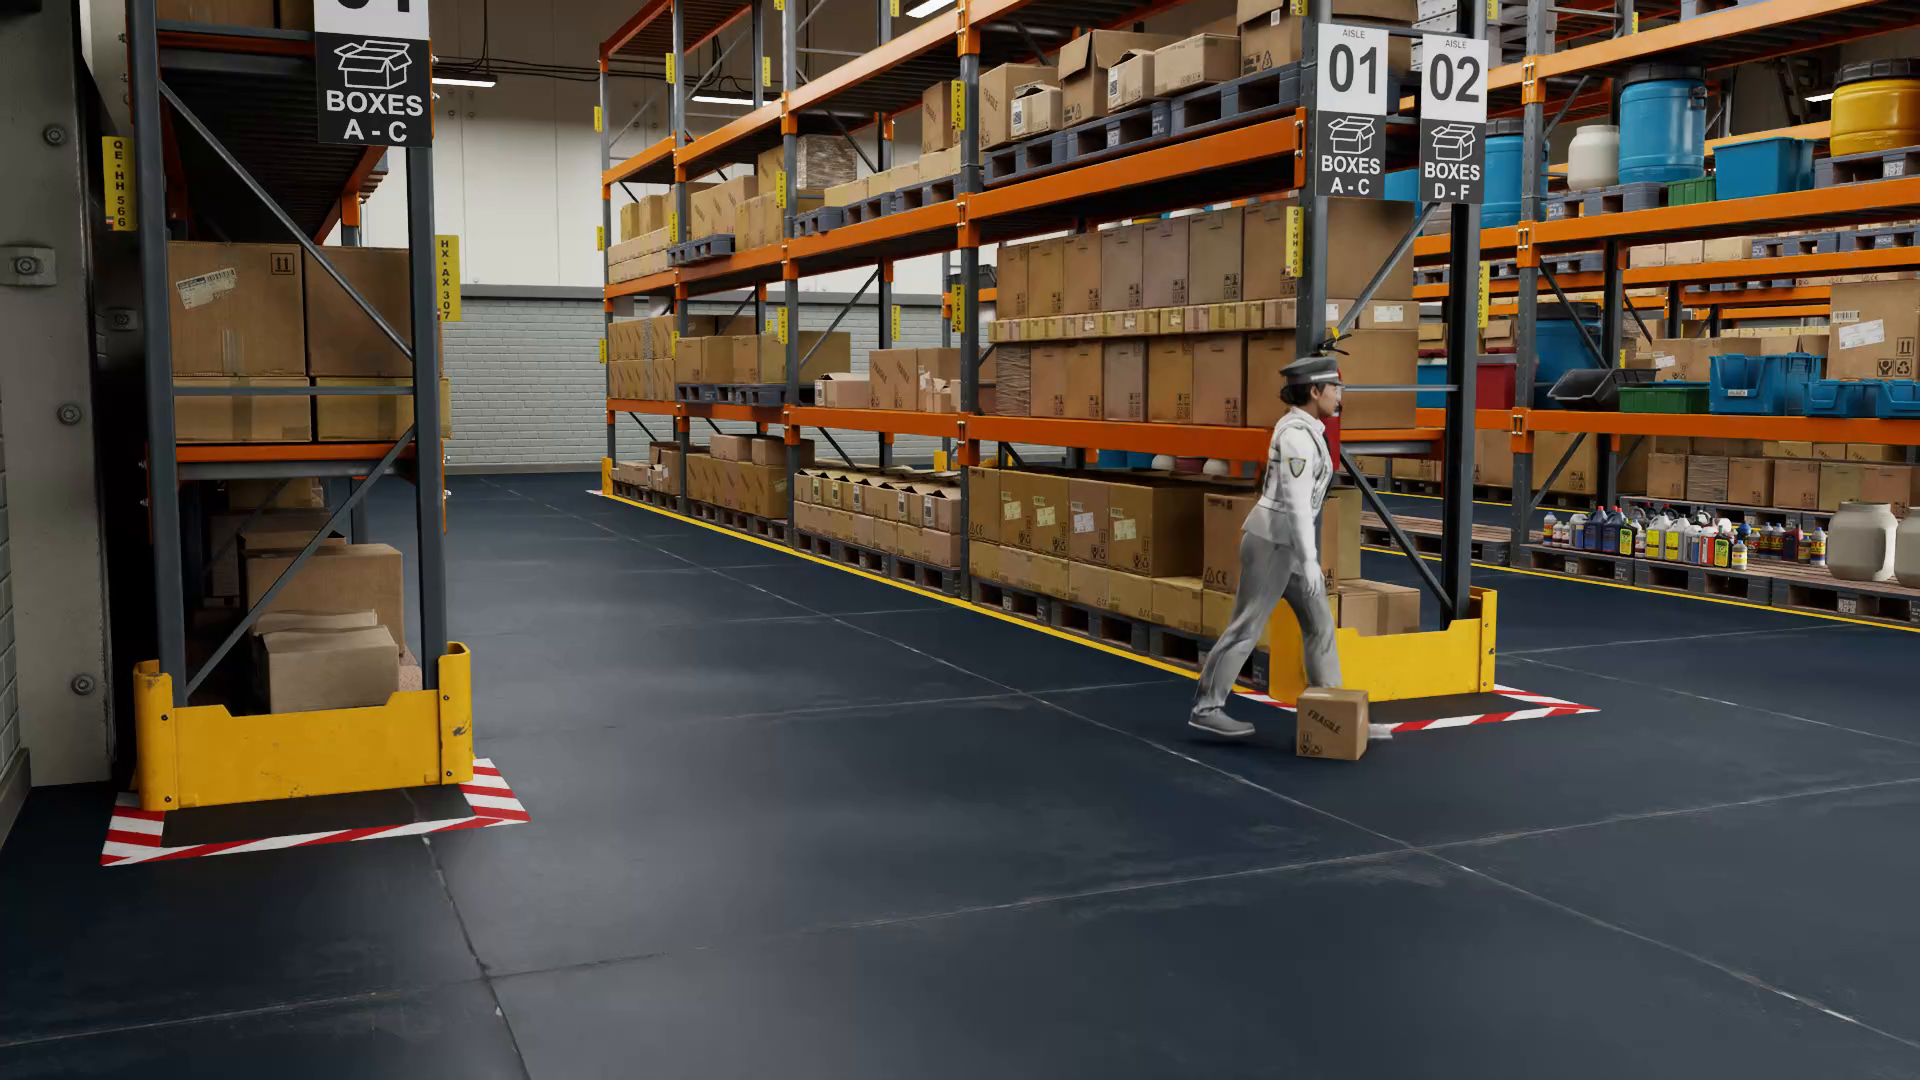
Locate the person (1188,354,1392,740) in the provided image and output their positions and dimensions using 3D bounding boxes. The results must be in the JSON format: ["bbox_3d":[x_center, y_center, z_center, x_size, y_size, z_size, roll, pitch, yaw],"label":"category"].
[{"bbox_3d":[1.405,0.038,7.021,0.849,1.634,0.531,2,6,17],"label":"person"}]
